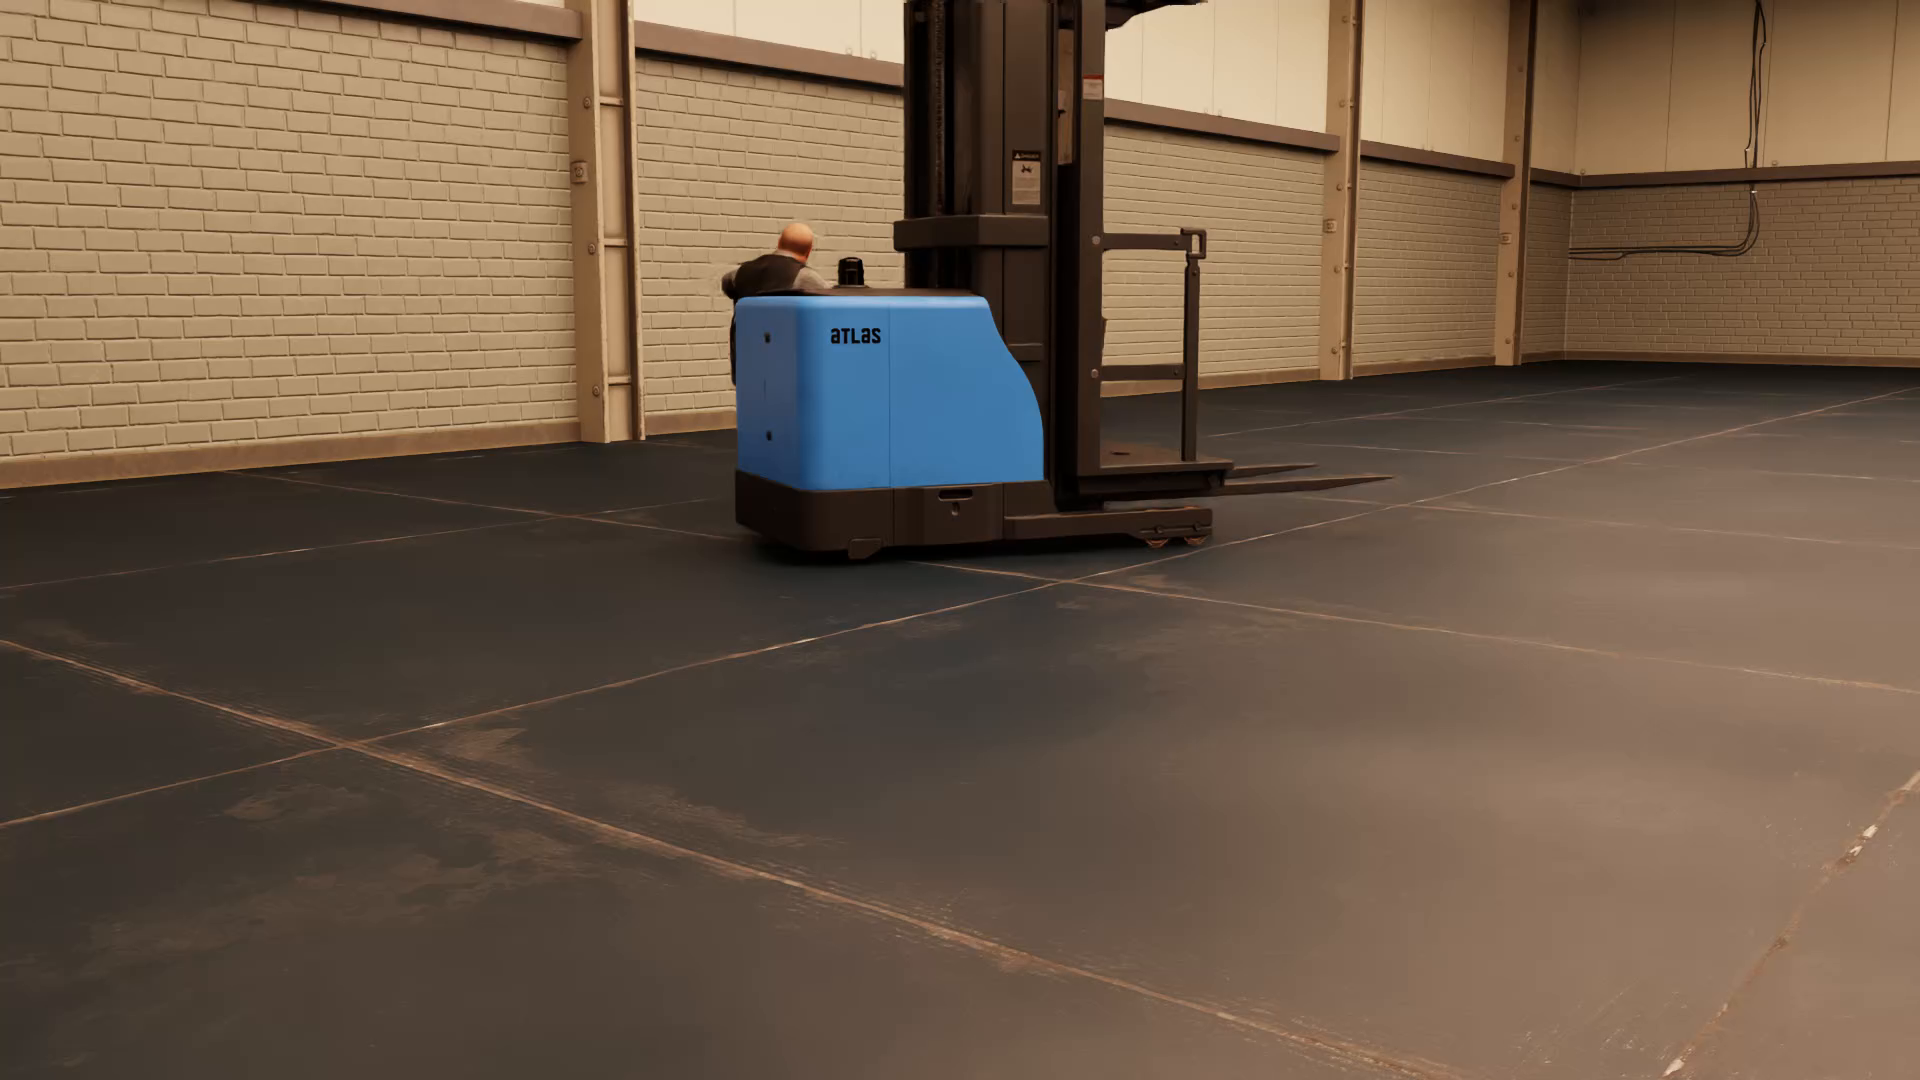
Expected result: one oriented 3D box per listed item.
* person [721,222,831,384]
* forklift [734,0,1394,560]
[{"bbox_3d":[-0.824,-0.917,8.667,1.457,1.457,0.784,6,10,34],"label":"person"},{"bbox_3d":[0.556,-1.488,7.450,3.031,2.935,1.130,-4,9,-24],"label":"forklift"}]
